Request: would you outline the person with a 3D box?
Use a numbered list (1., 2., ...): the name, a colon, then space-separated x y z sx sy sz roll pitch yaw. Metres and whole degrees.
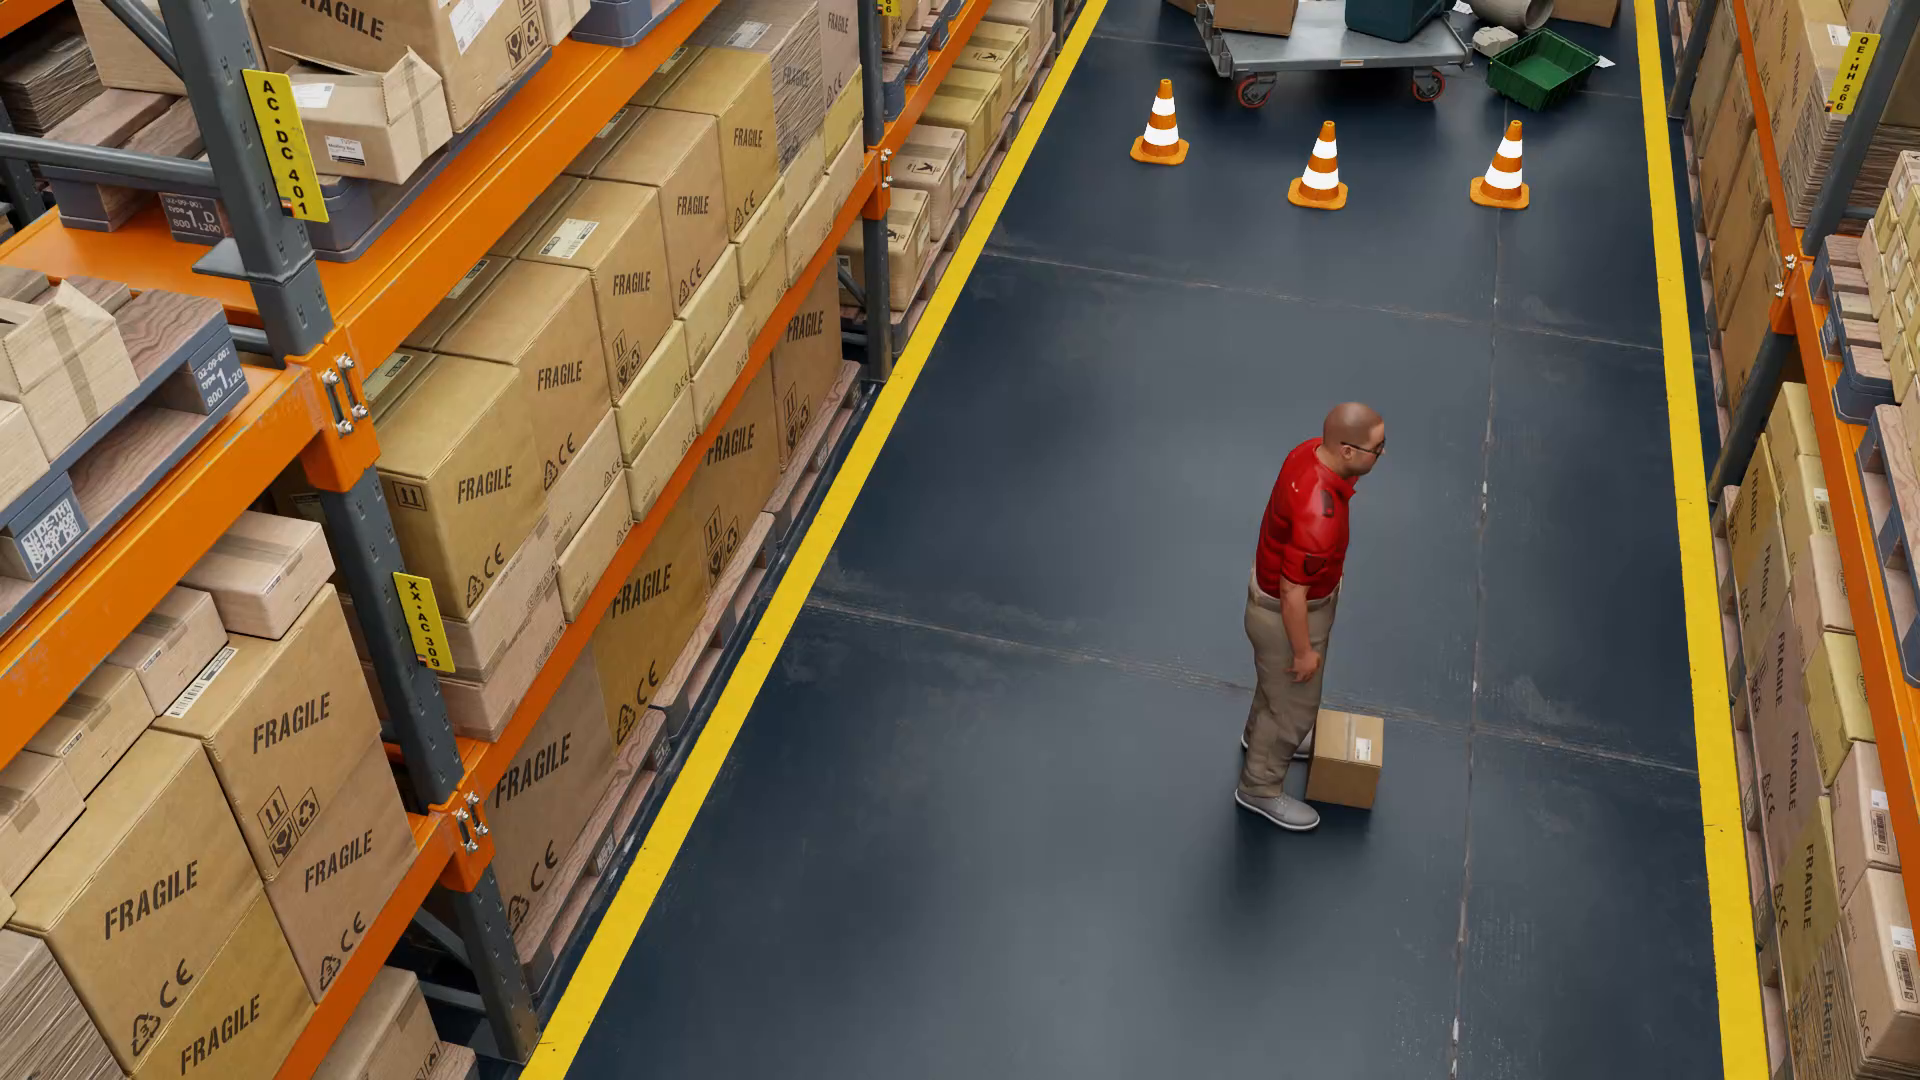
1. person: 1.213 0.237 5.894 0.393 1.725 0.595 8 41 9
